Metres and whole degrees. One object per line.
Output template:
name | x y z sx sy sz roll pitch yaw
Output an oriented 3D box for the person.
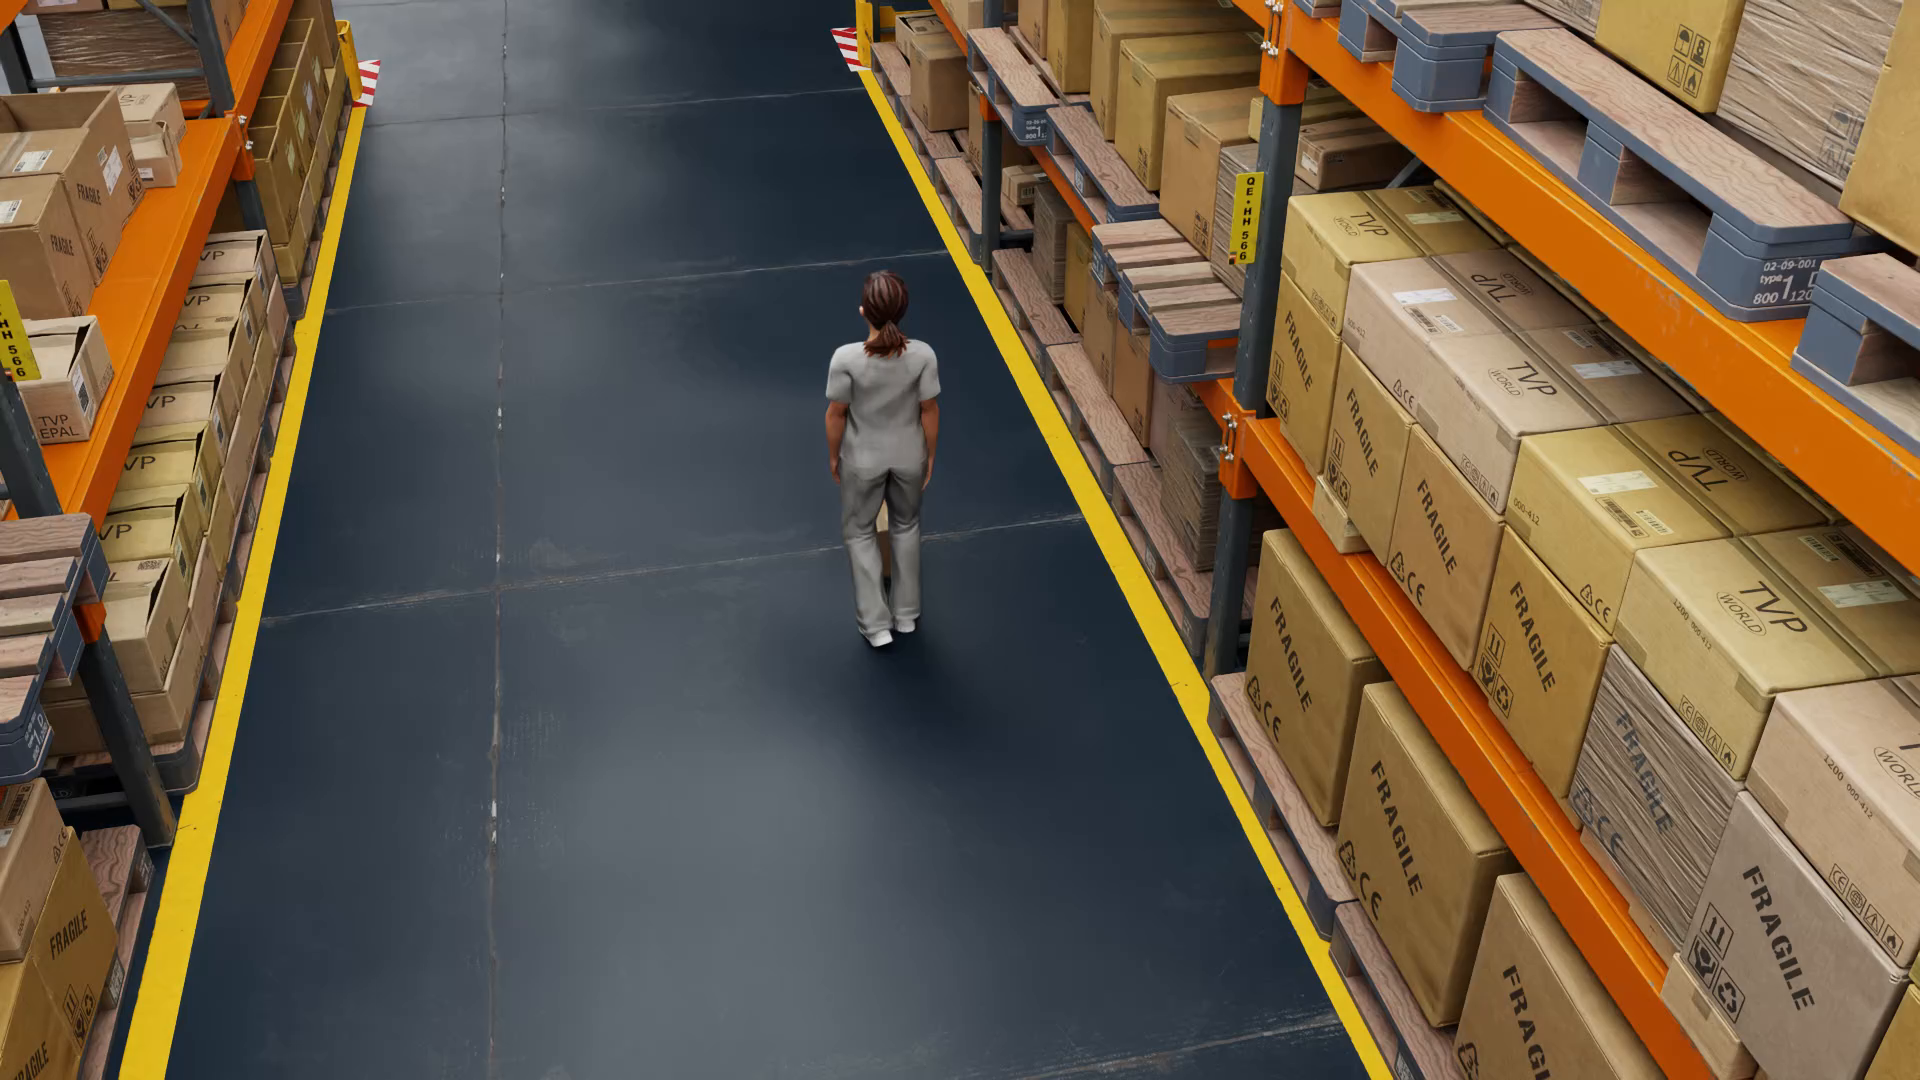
person | -0.306 -0.303 6.653 0.451 1.707 0.422 -6 35 -9
